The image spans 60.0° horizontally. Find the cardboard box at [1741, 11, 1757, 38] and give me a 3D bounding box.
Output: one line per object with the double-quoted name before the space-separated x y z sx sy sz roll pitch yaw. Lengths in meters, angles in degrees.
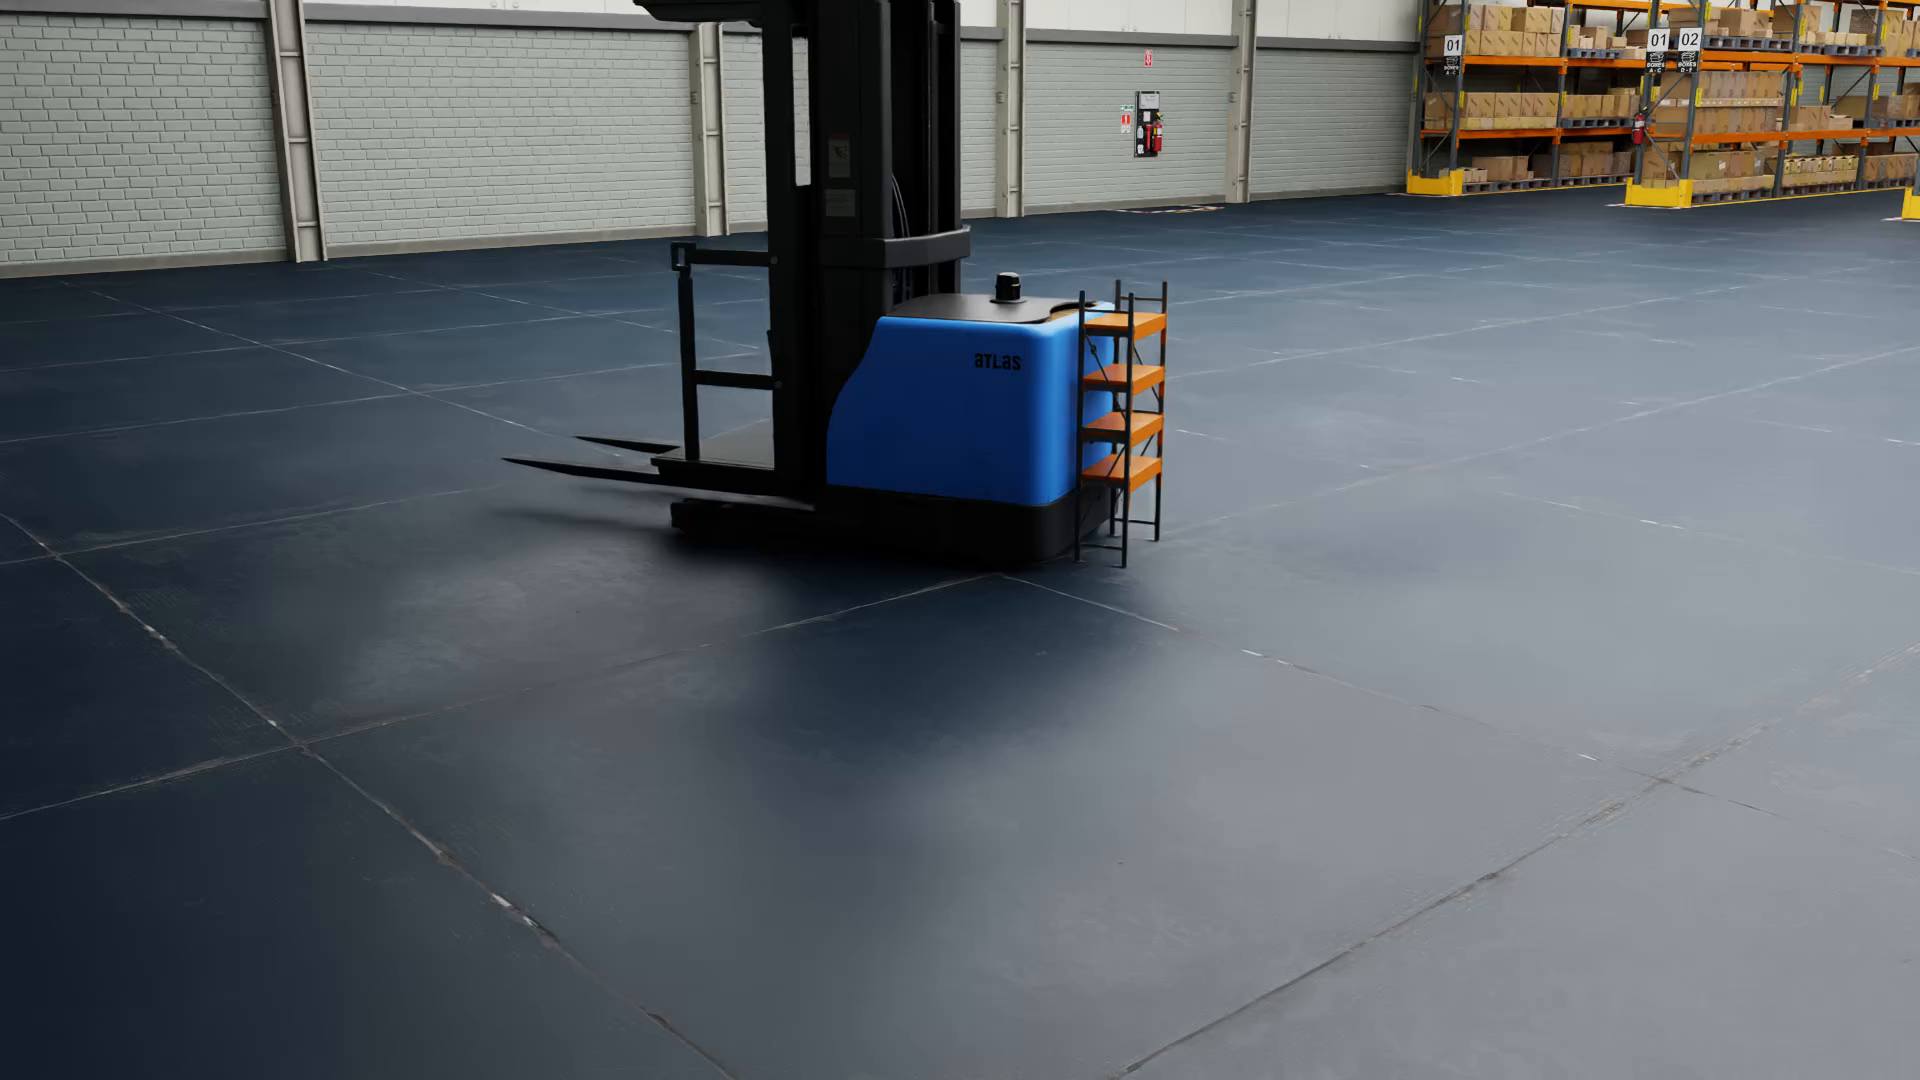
"cardboard box" 14.891 -9.972 32.171 0.637 0.503 0.797 -10 18 -33

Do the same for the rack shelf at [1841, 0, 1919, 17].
"rack shelf" 20.743 -11.831 36.772 4.000 0.370 1.077 -13 19 -39

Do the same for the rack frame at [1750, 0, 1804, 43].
"rack frame" 16.216 -11.355 32.822 0.127 3.000 1.000 -13 19 -39

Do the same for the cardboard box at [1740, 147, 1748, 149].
"cardboard box" 20.009 -9.962 43.262 0.500 0.500 0.700 -13 20 -40

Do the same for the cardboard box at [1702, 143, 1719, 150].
"cardboard box" 18.592 -9.804 41.994 0.750 0.750 0.750 -12 19 -39

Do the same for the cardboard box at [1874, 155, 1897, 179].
"cardboard box" 20.538 -8.334 37.130 0.500 0.500 0.500 -13 20 -40

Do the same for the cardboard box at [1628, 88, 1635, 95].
"cardboard box" 15.739 -10.608 39.347 0.380 0.149 0.250 13 20 40

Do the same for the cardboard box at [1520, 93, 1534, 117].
"cardboard box" 12.048 -9.411 35.967 0.500 0.500 0.500 -13 20 -41

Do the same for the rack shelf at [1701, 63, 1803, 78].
"rack shelf" 20.505 -12.216 43.252 4.000 0.370 1.077 -13 19 -39

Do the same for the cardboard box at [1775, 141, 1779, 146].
"cardboard box" 21.575 -10.566 44.268 0.250 0.149 0.380 -13 20 -40

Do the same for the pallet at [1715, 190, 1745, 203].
"pallet" 14.668 -6.775 32.705 1.213 0.211 1.003 -13 19 -39

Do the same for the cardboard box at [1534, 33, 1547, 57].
"cardboard box" 12.353 -10.711 35.990 0.500 0.500 0.500 14 20 42

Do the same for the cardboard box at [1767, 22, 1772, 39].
"cardboard box" 20.471 -13.005 42.642 0.500 0.500 0.500 -12 19 -39

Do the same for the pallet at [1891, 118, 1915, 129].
"pallet" 20.698 -9.372 37.395 1.213 0.211 1.003 -13 19 -39

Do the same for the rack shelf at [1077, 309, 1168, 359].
"rack shelf" 0.718 -0.907 7.298 0.258 0.148 0.480 6 16 23

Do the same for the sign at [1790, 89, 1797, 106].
"sign" 16.582 -8.805 33.071 0.005 0.325 0.100 -13 19 -39

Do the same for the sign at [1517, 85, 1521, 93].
"sign" 12.595 -10.087 37.457 0.005 0.325 0.100 -13 19 -39

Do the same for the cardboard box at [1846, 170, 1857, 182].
"cardboard box" 18.997 -7.872 35.922 0.500 0.250 0.500 -12 19 -38

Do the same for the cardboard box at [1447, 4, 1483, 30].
"cardboard box" 10.394 -10.751 34.203 0.500 0.500 0.500 14 21 43

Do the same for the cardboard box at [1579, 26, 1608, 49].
"cardboard box" 14.357 -11.407 37.821 0.500 0.500 0.500 -14 20 -41

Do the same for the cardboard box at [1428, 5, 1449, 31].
"cardboard box" 10.098 -10.857 34.600 0.500 0.500 0.500 -12 19 -37

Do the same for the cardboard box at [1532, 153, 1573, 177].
"cardboard box" 13.506 -8.553 37.949 0.500 0.500 0.700 -12 19 -38

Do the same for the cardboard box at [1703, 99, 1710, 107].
"cardboard box" 13.833 -8.210 31.224 0.250 0.149 0.380 -13 20 -41

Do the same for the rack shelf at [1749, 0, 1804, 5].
"rack shelf" 14.707 -10.475 31.698 4.000 0.370 1.077 -13 19 -39

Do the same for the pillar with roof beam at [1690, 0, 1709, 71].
"pillar with roof beam" 21.783 -13.123 39.441 0.400 9.000 9.100 -13 19 -39

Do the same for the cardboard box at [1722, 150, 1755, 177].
"cardboard box" 15.250 -7.404 32.718 0.500 0.500 0.500 -13 19 -39

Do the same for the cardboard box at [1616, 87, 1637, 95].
"cardboard box" 16.151 -10.789 40.067 0.500 0.250 0.500 -12 19 -38

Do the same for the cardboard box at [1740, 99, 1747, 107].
"cardboard box" 14.994 -8.470 32.196 0.250 0.149 0.380 -12 19 -38

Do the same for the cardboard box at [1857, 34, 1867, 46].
"cardboard box" 18.928 -10.626 35.382 0.500 0.250 0.500 14 21 43

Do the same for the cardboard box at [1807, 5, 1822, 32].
"cardboard box" 17.122 -10.596 33.818 0.500 0.500 0.500 -10 18 -34

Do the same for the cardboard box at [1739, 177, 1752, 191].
"cardboard box" 15.259 -7.039 32.806 0.500 0.250 0.500 -13 19 -39

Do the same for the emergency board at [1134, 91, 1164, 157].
"emergency board" 3.489 -7.602 30.397 0.643 1.169 0.194 -13 19 -39

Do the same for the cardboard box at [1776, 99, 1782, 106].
"cardboard box" 16.152 -8.730 33.171 0.250 0.149 0.380 -13 20 -39

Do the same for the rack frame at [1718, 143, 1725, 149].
"rack frame" 18.997 -10.775 42.278 0.127 3.000 1.000 -13 19 -39

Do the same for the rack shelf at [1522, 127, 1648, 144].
"rack shelf" 14.470 -9.411 38.566 4.000 0.370 1.077 -13 19 -39

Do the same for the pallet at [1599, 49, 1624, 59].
"pallet" 14.278 -11.039 37.815 1.003 0.211 1.213 -13 19 -39

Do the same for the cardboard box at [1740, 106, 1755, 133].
"cardboard box" 15.111 -8.254 32.643 0.500 0.500 0.700 -12 19 -39

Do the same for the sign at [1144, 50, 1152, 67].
"sign" 3.417 -8.740 30.166 0.199 0.298 0.001 -13 19 -39

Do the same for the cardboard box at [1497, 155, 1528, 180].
"cardboard box" 12.205 -8.242 36.783 0.500 0.500 0.500 14 21 43

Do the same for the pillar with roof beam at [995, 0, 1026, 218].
"pillar with roof beam" 3.678 -9.057 24.220 0.400 9.000 9.100 -13 19 -39

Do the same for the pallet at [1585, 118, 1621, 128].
"pallet" 14.513 -9.662 38.481 1.213 0.211 1.003 -13 19 -39

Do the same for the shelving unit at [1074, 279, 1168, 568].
"shelving unit" 0.718 -0.527 7.400 0.258 1.200 0.503 6 16 23

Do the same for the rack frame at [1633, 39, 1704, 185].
"rack frame" 13.199 -7.779 31.060 0.127 3.000 1.000 -13 19 -39

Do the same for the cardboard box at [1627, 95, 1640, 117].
"cardboard box" 15.631 -10.277 39.366 0.700 0.500 0.500 13 20 40

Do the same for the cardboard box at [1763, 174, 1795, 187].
"cardboard box" 16.683 -7.351 33.972 0.500 0.250 0.500 -13 20 -41

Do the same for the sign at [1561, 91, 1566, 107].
"sign" 13.324 -9.734 36.702 0.005 0.325 0.100 -13 19 -39

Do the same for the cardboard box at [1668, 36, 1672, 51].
"cardboard box" 16.672 -12.001 40.008 0.500 0.500 0.700 -14 20 -42

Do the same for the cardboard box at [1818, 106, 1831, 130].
"cardboard box" 17.979 -8.895 35.044 0.500 0.500 0.500 -14 20 -42

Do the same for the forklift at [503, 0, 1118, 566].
"forklift" -0.805 -1.534 7.812 3.031 2.935 1.130 7 16 23

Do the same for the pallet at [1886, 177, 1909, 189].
"pallet" 20.742 -8.112 37.709 1.213 0.211 1.003 -13 19 -39

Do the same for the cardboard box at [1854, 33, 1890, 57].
"cardboard box" 19.541 -10.712 36.034 0.500 0.500 0.910 -13 19 -39

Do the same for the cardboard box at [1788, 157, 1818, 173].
"cardboard box" 17.462 -7.795 34.548 0.500 0.311 0.500 -14 20 -41

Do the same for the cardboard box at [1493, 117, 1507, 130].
"cardboard box" 11.291 -8.877 35.421 0.500 0.250 0.500 -13 20 -40

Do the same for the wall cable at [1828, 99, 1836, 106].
"wall cable" 26.516 -13.740 47.768 0.112 2.526 3.097 -13 19 -39

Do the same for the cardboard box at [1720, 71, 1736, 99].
"cardboard box" 14.372 -8.715 31.857 0.500 0.500 0.700 -13 19 -39
